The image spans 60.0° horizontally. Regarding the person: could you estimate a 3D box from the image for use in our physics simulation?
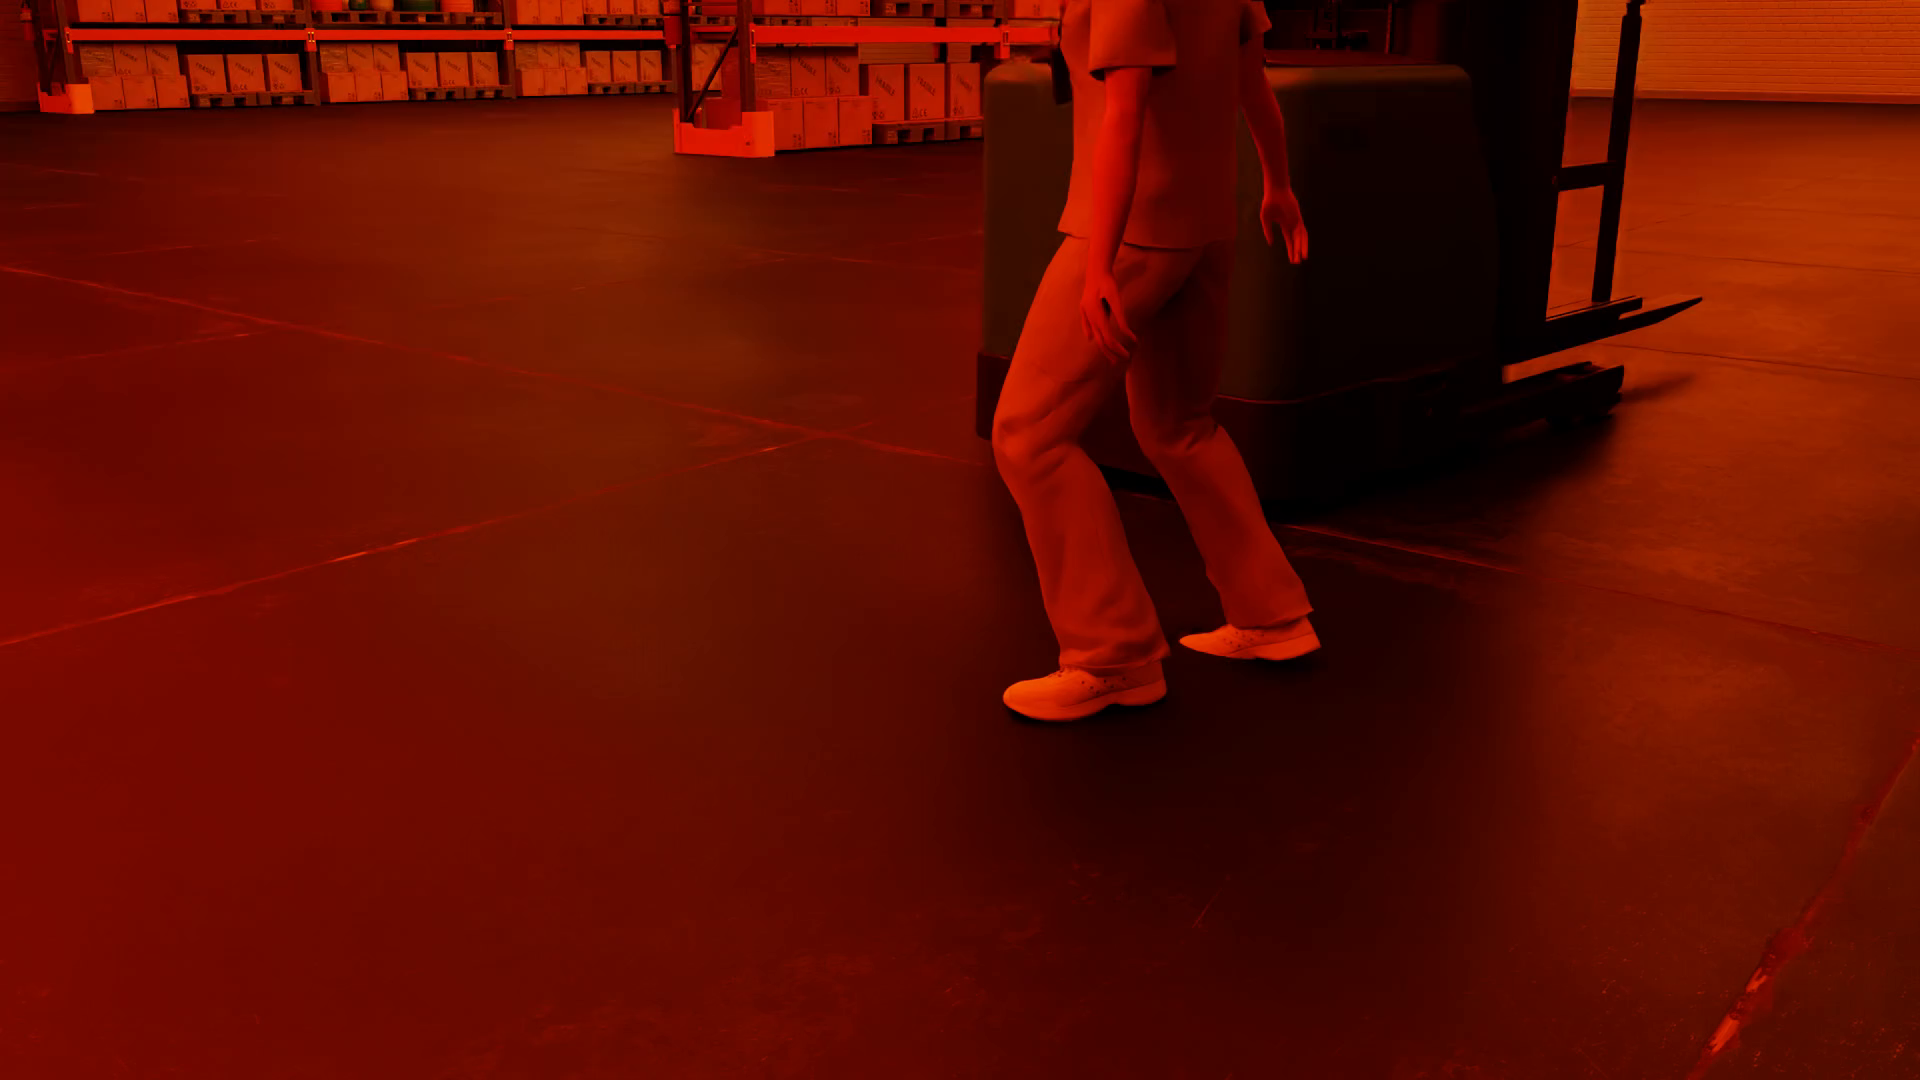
[{"bbox_3d":[0.450,-0.537,2.900,0.372,1.647,0.775,11,20,32],"label":"person"}]

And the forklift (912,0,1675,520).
[{"bbox_3d":[1.262,-1.787,4.782,1.130,2.935,3.031,16,23,42],"label":"forklift"}]
